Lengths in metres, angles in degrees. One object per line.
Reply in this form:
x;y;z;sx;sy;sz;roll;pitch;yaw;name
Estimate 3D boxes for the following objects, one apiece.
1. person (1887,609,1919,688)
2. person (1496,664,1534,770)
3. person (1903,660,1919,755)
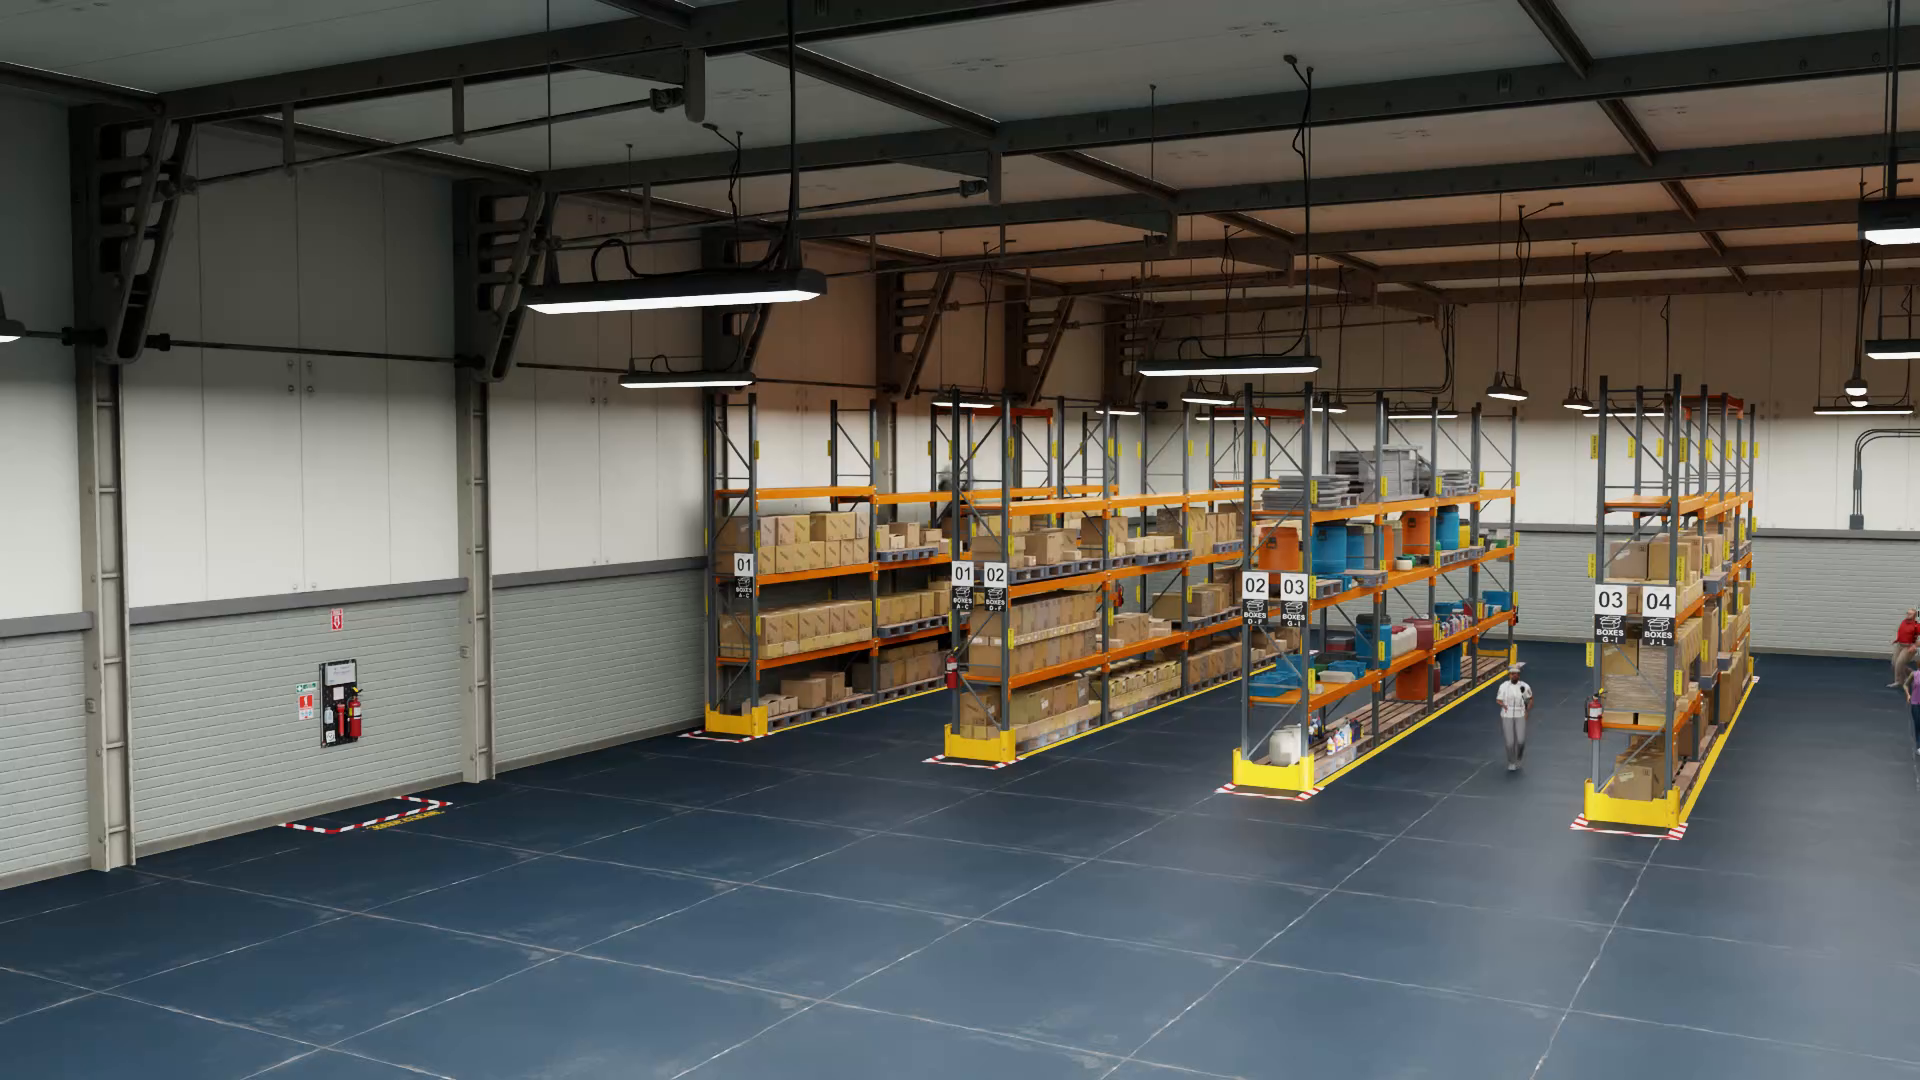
19.953;2.286;34.917;0.691;1.678;0.714;-1;3;-14;person
8.630;2.764;25.862;0.565;1.658;0.551;1;3;18;person
15.864;2.739;27.437;0.538;1.557;0.723;1;3;24;person
